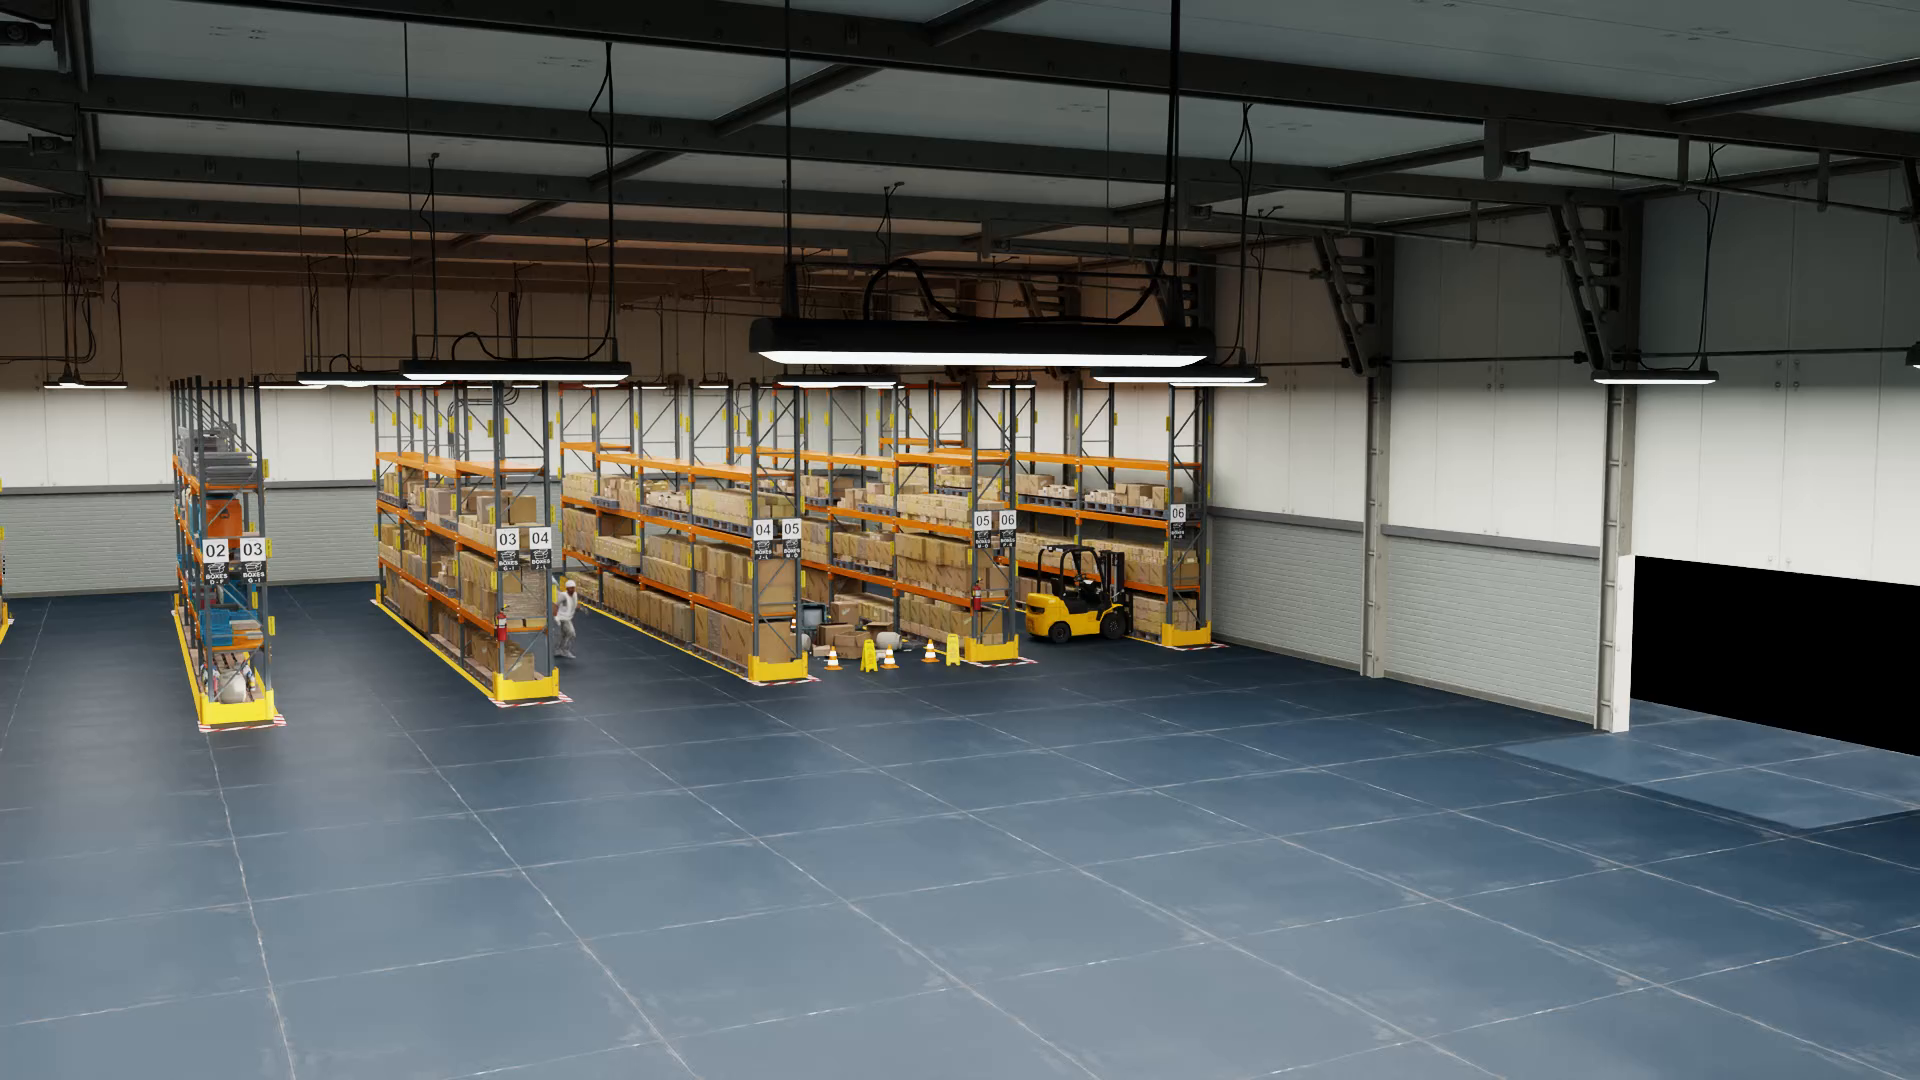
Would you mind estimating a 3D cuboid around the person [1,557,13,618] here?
[{"bbox_3d":[-24.383,1.179,41.967,0.878,1.666,0.620,0,5,-5],"label":"person"}]

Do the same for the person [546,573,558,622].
[{"bbox_3d":[-10.371,1.266,41.568,0.790,1.637,0.611,2,6,23],"label":"person"}]

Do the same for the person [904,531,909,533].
[{"bbox_3d":[-1.511,0.595,46.118,0.527,1.514,0.617,-4,7,-39],"label":"person"}]

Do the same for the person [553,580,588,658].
[{"bbox_3d":[-8.434,1.711,35.858,0.840,1.737,0.687,1,5,8],"label":"person"}]
